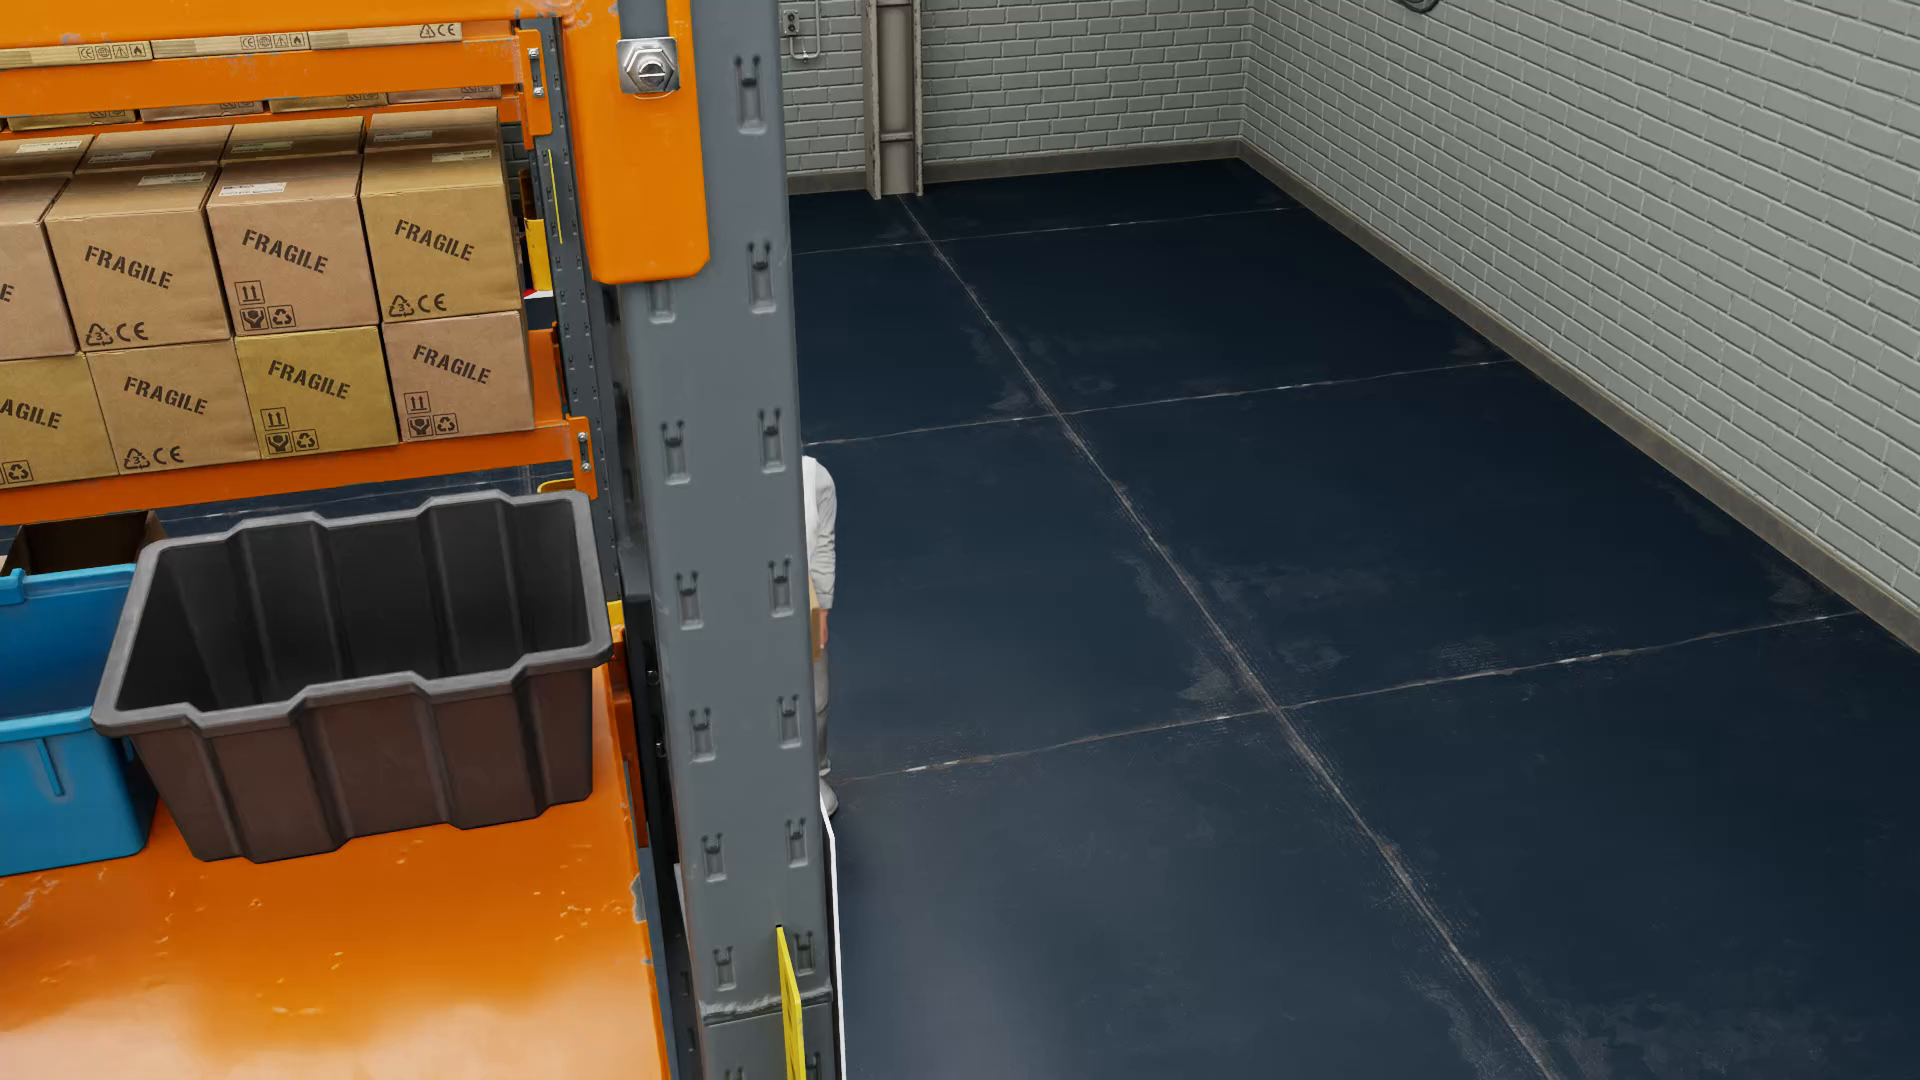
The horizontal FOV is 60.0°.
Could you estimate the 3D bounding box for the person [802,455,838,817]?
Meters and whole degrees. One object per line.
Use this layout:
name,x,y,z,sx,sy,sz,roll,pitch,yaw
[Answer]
person,-0.663,0.297,6.099,0.494,1.763,0.549,-7,31,-12
